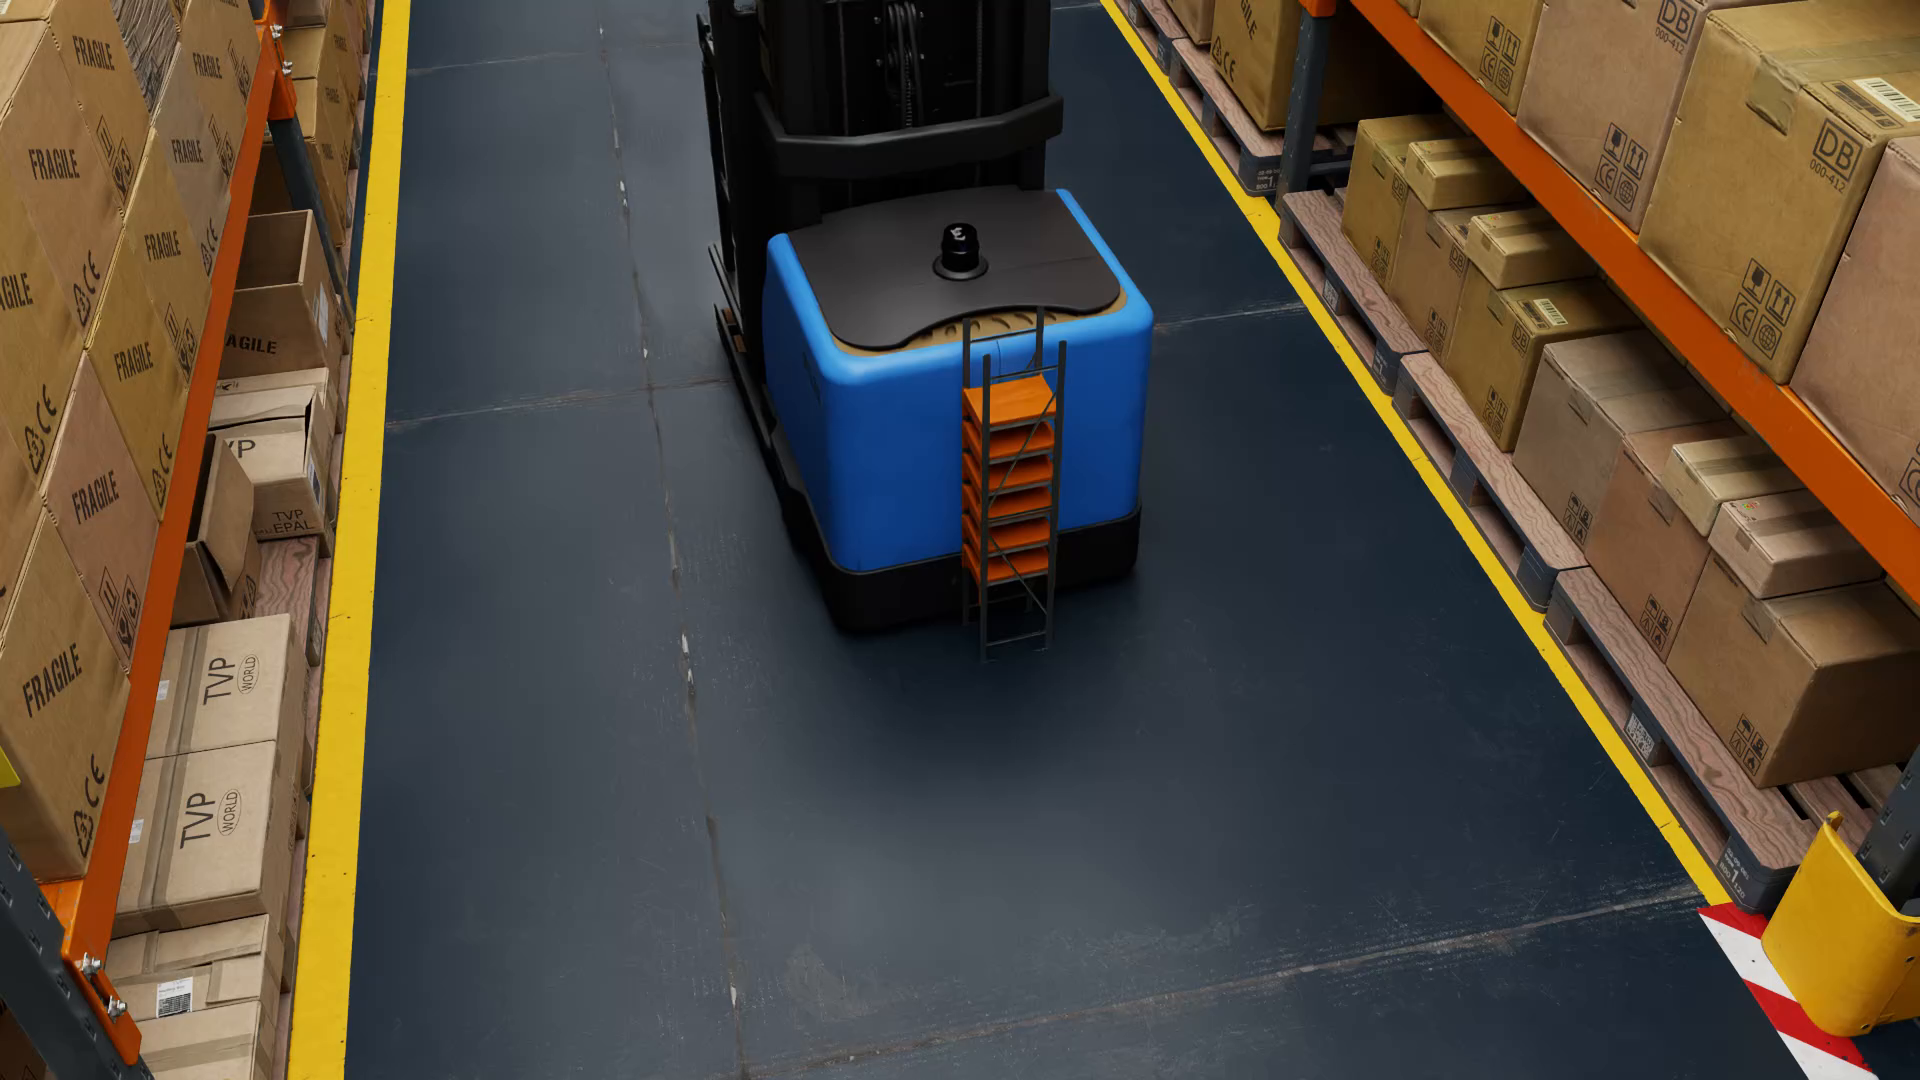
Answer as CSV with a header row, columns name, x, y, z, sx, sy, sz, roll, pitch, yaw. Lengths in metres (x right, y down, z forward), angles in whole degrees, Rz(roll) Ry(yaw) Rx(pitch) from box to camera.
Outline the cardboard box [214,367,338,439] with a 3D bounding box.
name,x,y,z,sx,sy,sz,roll,pitch,yaw
cardboard box,-2.397,-0.453,5.817,0.380,0.149,0.250,-8,42,-9

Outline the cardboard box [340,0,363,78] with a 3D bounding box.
name,x,y,z,sx,sy,sz,roll,pitch,yaw
cardboard box,-3.138,-2.493,7.851,0.500,0.500,0.500,-10,43,-11

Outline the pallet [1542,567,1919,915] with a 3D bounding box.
name,x,y,z,sx,sy,sz,roll,pitch,yaw
pallet,2.514,0.498,5.030,1.003,0.211,1.213,-8,42,-9

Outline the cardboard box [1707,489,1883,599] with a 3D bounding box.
name,x,y,z,sx,sy,sz,roll,pitch,yaw
cardboard box,2.309,0.001,4.567,0.380,0.149,0.250,-9,42,-10

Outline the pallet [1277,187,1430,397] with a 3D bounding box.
name,x,y,z,sx,sy,sz,roll,pitch,yaw
pallet,1.987,-1.083,6.811,1.003,0.211,1.213,-8,42,-9

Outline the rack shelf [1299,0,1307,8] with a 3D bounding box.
name,x,y,z,sx,sy,sz,roll,pitch,yaw
rack shelf,1.468,-3.658,8.153,1.077,0.370,4.000,-8,42,-9

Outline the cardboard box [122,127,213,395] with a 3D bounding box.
name,x,y,z,sx,sy,sz,roll,pitch,yaw
cardboard box,-2.240,-0.672,4.172,0.500,0.500,0.500,-8,42,-9

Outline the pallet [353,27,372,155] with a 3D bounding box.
name,x,y,z,sx,sy,sz,roll,pitch,yaw
pallet,-3.416,-2.189,8.057,1.003,0.211,1.213,-8,42,-9

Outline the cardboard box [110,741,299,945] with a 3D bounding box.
name,x,y,z,sx,sy,sz,roll,pitch,yaw
cardboard box,-2.021,0.821,4.305,0.500,0.250,0.500,-8,42,-9

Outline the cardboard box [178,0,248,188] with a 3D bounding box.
name,x,y,z,sx,sy,sz,roll,pitch,yaw
cardboard box,-2.465,-1.334,4.918,0.500,0.500,0.500,-7,42,-8

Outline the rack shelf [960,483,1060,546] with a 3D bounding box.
name,x,y,z,sx,sy,sz,roll,pitch,yaw
rack shelf,0.150,-0.100,5.026,0.258,0.103,0.180,-12,43,-13

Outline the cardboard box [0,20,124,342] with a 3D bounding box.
name,x,y,z,sx,sy,sz,roll,pitch,yaw
cardboard box,-2.135,-0.725,3.478,0.500,0.500,0.500,-8,42,-9

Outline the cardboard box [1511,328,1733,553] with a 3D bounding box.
name,x,y,z,sx,sy,sz,roll,pitch,yaw
cardboard box,2.297,-0.349,5.450,0.700,0.500,0.500,-10,42,-11

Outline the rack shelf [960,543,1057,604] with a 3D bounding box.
name,x,y,z,sx,sy,sz,roll,pitch,yaw
rack shelf,0.150,0.079,5.185,0.258,0.103,0.180,-12,43,-13

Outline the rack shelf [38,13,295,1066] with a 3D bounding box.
name,x,y,z,sx,sy,sz,roll,pitch,yaw
rack shelf,-2.505,-0.352,4.429,1.077,0.370,4.000,-8,42,-9

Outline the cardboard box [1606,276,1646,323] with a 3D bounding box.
name,x,y,z,sx,sy,sz,roll,pitch,yaw
cardboard box,2.407,-0.875,5.554,0.380,0.149,0.250,-9,42,-10

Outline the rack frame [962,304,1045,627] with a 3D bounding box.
name,x,y,z,sx,sy,sz,roll,pitch,yaw
rack frame,0.123,-0.191,5.062,0.240,1.200,0.006,-12,43,-13

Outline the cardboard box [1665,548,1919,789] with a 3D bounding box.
name,x,y,z,sx,sy,sz,roll,pitch,yaw
cardboard box,2.514,0.301,4.718,0.700,0.500,0.500,-8,42,-9

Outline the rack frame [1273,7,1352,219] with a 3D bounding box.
name,x,y,z,sx,sy,sz,roll,pitch,yaw
rack frame,1.900,-2.630,6.453,1.000,3.000,0.127,-8,42,-9

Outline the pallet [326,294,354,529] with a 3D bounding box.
name,x,y,z,sx,sy,sz,roll,pitch,yaw
pallet,-2.789,-0.430,6.075,1.003,0.211,1.213,-8,42,-9

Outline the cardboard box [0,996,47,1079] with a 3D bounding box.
name,x,y,z,sx,sy,sz,roll,pitch,yaw
cardboard box,-2.431,1.128,3.771,0.500,0.500,0.500,-8,42,-9

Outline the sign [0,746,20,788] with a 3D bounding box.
name,x,y,z,sx,sy,sz,roll,pitch,yaw
sign,-1.543,0.273,2.530,0.100,0.325,0.005,-8,42,-9

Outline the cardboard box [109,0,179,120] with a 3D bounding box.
name,x,y,z,sx,sy,sz,roll,pitch,yaw
cardboard box,-2.353,-1.380,4.217,0.500,0.500,0.500,-8,42,-9

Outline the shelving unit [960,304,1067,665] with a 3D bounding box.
name,x,y,z,sx,sy,sz,roll,pitch,yaw
shelving unit,0.150,-0.133,4.996,0.258,1.200,0.189,-12,43,-13

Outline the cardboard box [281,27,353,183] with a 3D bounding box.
name,x,y,z,sx,sy,sz,roll,pitch,yaw
cardboard box,-2.929,-1.840,7.115,0.500,0.500,0.500,-8,42,-9

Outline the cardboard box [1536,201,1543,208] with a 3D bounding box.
name,x,y,z,sx,sy,sz,roll,pitch,yaw
cardboard box,2.297,-1.206,5.927,0.380,0.149,0.250,-10,42,-11

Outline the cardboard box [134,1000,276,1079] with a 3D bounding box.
name,x,y,z,sx,sy,sz,roll,pitch,yaw
cardboard box,-1.828,1.256,3.892,0.380,0.149,0.250,-8,42,-9

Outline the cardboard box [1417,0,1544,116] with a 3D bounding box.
name,x,y,z,sx,sy,sz,roll,pitch,yaw
cardboard box,2.153,-1.914,5.421,0.980,0.700,0.700,-9,42,-10

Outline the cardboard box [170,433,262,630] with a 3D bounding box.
name,x,y,z,sx,sy,sz,roll,pitch,yaw
cardboard box,-2.526,0.068,4.963,0.797,0.503,0.637,-8,42,-9

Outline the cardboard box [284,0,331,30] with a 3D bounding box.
name,x,y,z,sx,sy,sz,roll,pitch,yaw
cardboard box,-3.019,-2.425,7.209,0.500,0.250,0.500,-8,42,-9

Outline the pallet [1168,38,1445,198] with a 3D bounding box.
name,x,y,z,sx,sy,sz,roll,pitch,yaw
pallet,1.659,-2.077,7.930,1.003,0.211,1.213,-8,42,-9

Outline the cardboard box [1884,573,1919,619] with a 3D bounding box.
name,x,y,z,sx,sy,sz,roll,pitch,yaw
cardboard box,2.737,0.111,4.444,0.380,0.149,0.250,-8,42,-9

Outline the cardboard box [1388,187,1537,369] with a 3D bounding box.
name,x,y,z,sx,sy,sz,roll,pitch,yaw
cardboard box,2.066,-1.027,6.214,0.700,0.500,0.500,-9,42,-10

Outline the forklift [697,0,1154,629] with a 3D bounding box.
name,x,y,z,sx,sy,sz,roll,pitch,yaw
forklift,-0.332,-1.802,5.572,1.130,2.935,3.031,-12,43,-13

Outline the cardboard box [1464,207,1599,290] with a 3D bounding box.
name,x,y,z,sx,sy,sz,roll,pitch,yaw
cardboard box,1.970,-1.009,5.705,0.380,0.149,0.250,-9,42,-11

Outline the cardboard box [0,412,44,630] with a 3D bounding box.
name,x,y,z,sx,sy,sz,roll,pitch,yaw
cardboard box,-1.911,-0.062,2.732,0.500,0.500,0.500,-7,42,-8

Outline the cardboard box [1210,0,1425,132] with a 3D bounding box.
name,x,y,z,sx,sy,sz,roll,pitch,yaw
cardboard box,1.632,-2.386,7.481,0.750,0.750,0.750,-8,42,-9

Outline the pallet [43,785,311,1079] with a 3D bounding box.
name,x,y,z,sx,sy,sz,roll,pitch,yaw
pallet,-2.263,1.152,4.293,1.003,0.211,1.213,-8,42,-9

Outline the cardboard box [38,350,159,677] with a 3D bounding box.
name,x,y,z,sx,sy,sz,roll,pitch,yaw
cardboard box,-2.028,-0.022,3.439,0.500,0.500,0.500,-9,42,-10

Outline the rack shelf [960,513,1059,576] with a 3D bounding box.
name,x,y,z,sx,sy,sz,roll,pitch,yaw
rack shelf,0.150,-0.010,5.105,0.258,0.103,0.180,-12,43,-13

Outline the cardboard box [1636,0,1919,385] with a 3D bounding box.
name,x,y,z,sx,sy,sz,roll,pitch,yaw
cardboard box,2.475,-0.949,4.333,0.980,0.700,0.700,-9,42,-10

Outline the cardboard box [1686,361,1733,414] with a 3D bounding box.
name,x,y,z,sx,sy,sz,roll,pitch,yaw
cardboard box,2.517,-0.545,5.182,0.380,0.149,0.250,-8,42,-9
